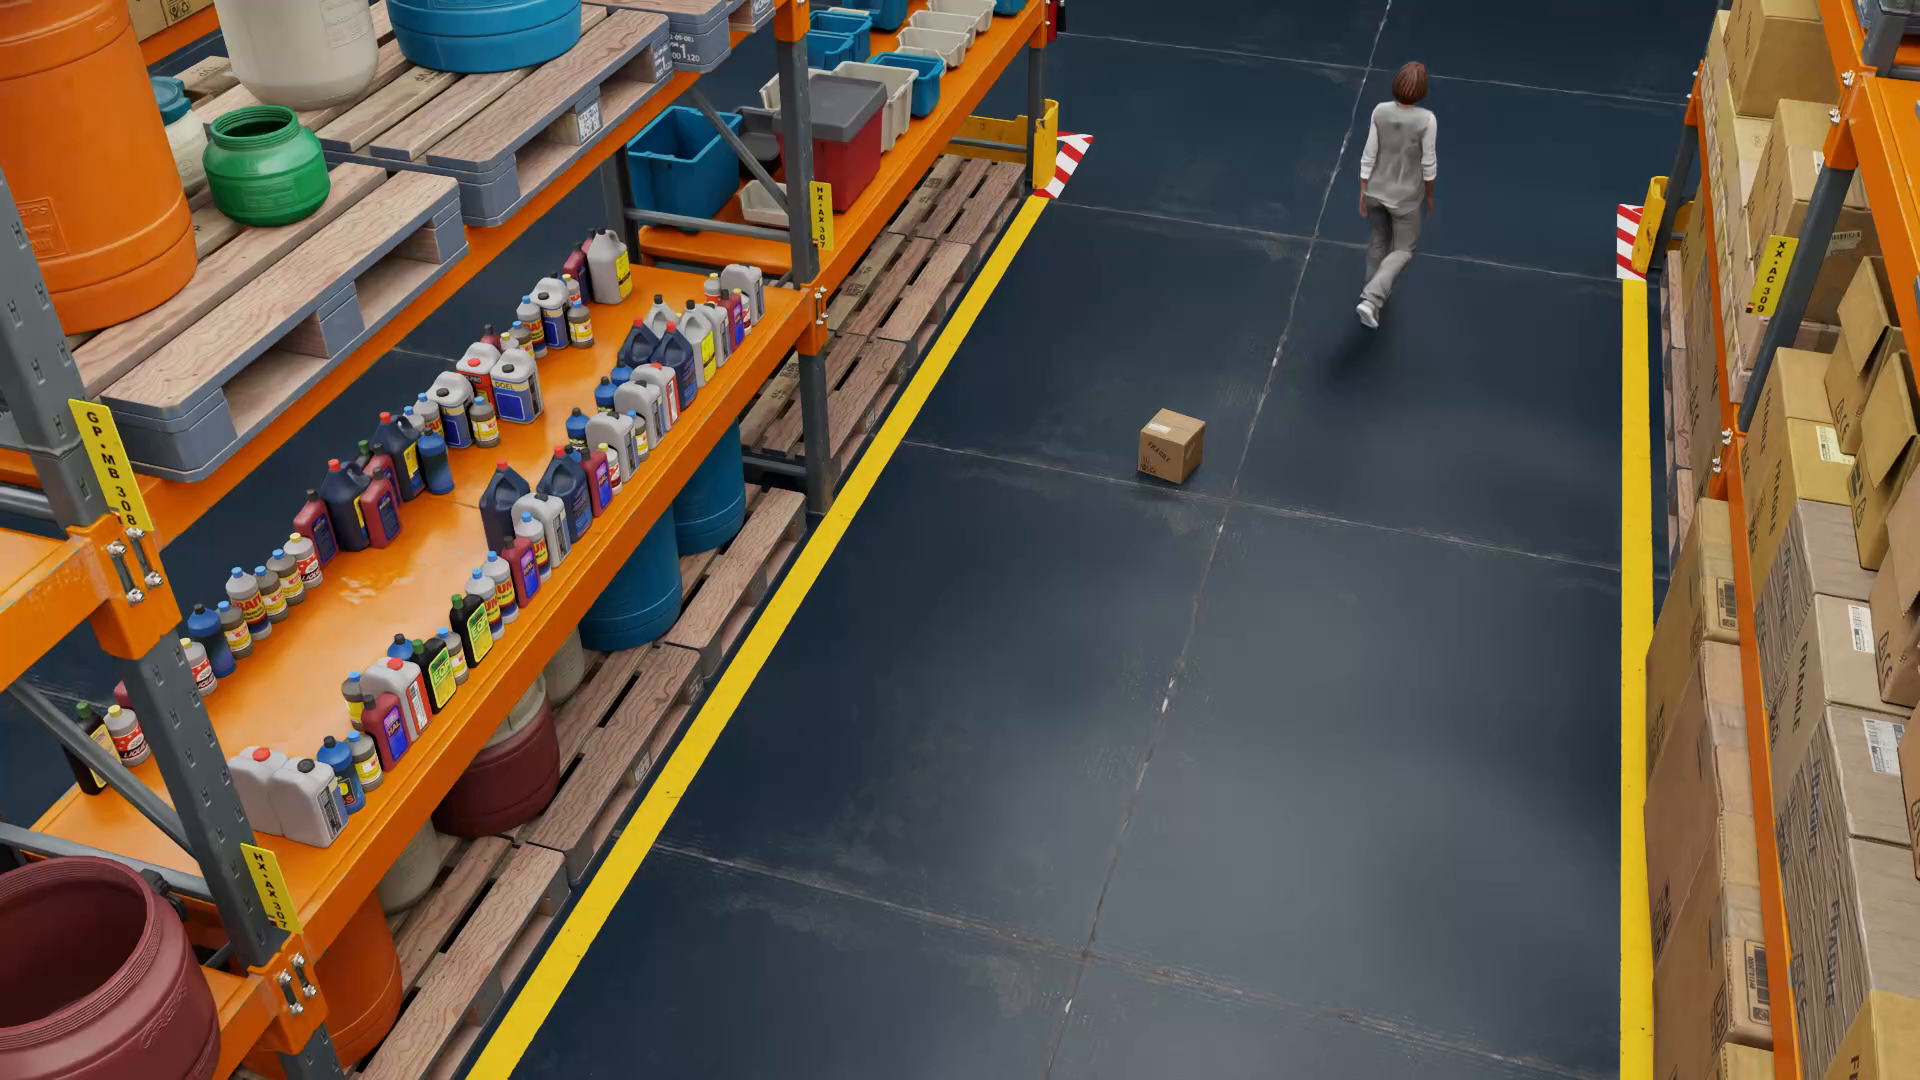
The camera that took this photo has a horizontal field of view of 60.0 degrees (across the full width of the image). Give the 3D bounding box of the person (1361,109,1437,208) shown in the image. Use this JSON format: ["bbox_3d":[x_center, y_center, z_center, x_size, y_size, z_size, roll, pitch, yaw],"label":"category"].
[{"bbox_3d":[2.460,-2.159,9.258,0.408,0.551,0.264,23,43,27],"label":"person"}]
